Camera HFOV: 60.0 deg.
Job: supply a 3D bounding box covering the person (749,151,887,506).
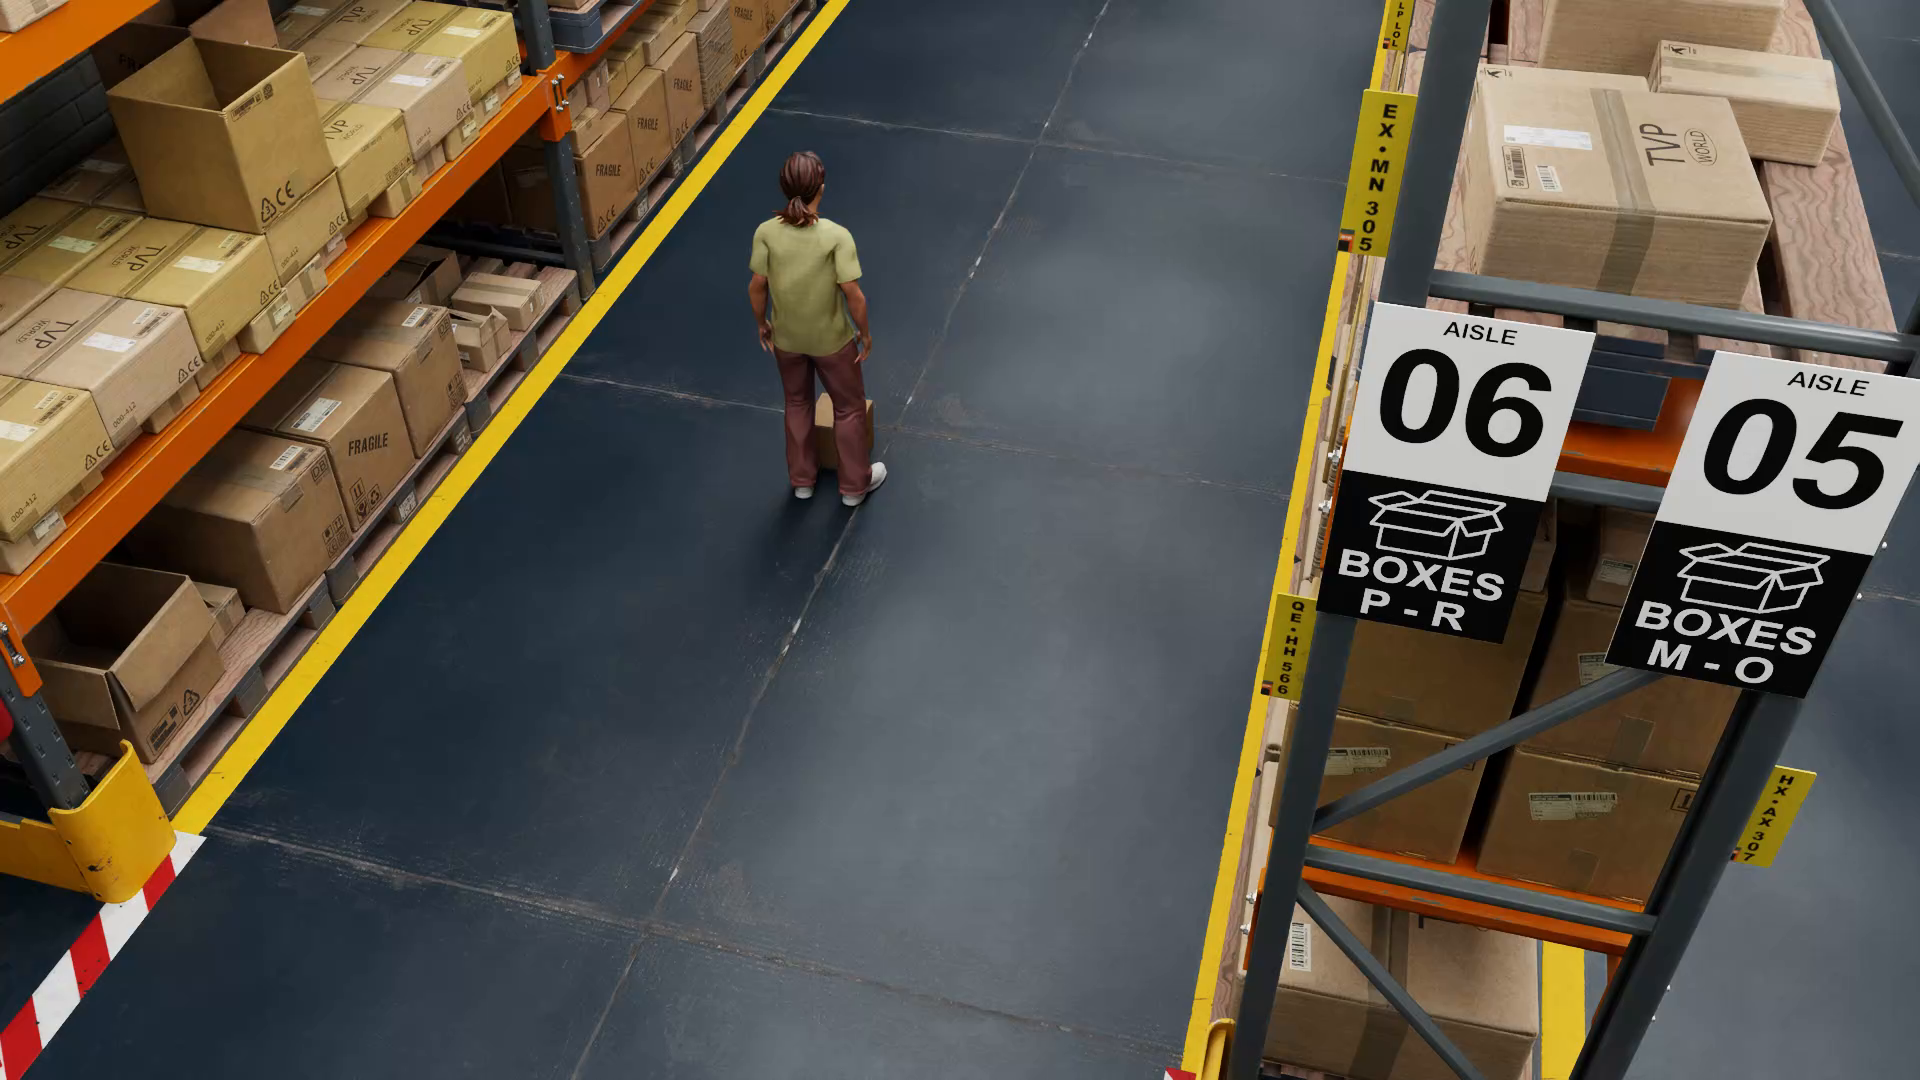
[{"bbox_3d":[-0.623,-0.882,7.168,0.520,1.673,0.357,8,42,9],"label":"person"}]
